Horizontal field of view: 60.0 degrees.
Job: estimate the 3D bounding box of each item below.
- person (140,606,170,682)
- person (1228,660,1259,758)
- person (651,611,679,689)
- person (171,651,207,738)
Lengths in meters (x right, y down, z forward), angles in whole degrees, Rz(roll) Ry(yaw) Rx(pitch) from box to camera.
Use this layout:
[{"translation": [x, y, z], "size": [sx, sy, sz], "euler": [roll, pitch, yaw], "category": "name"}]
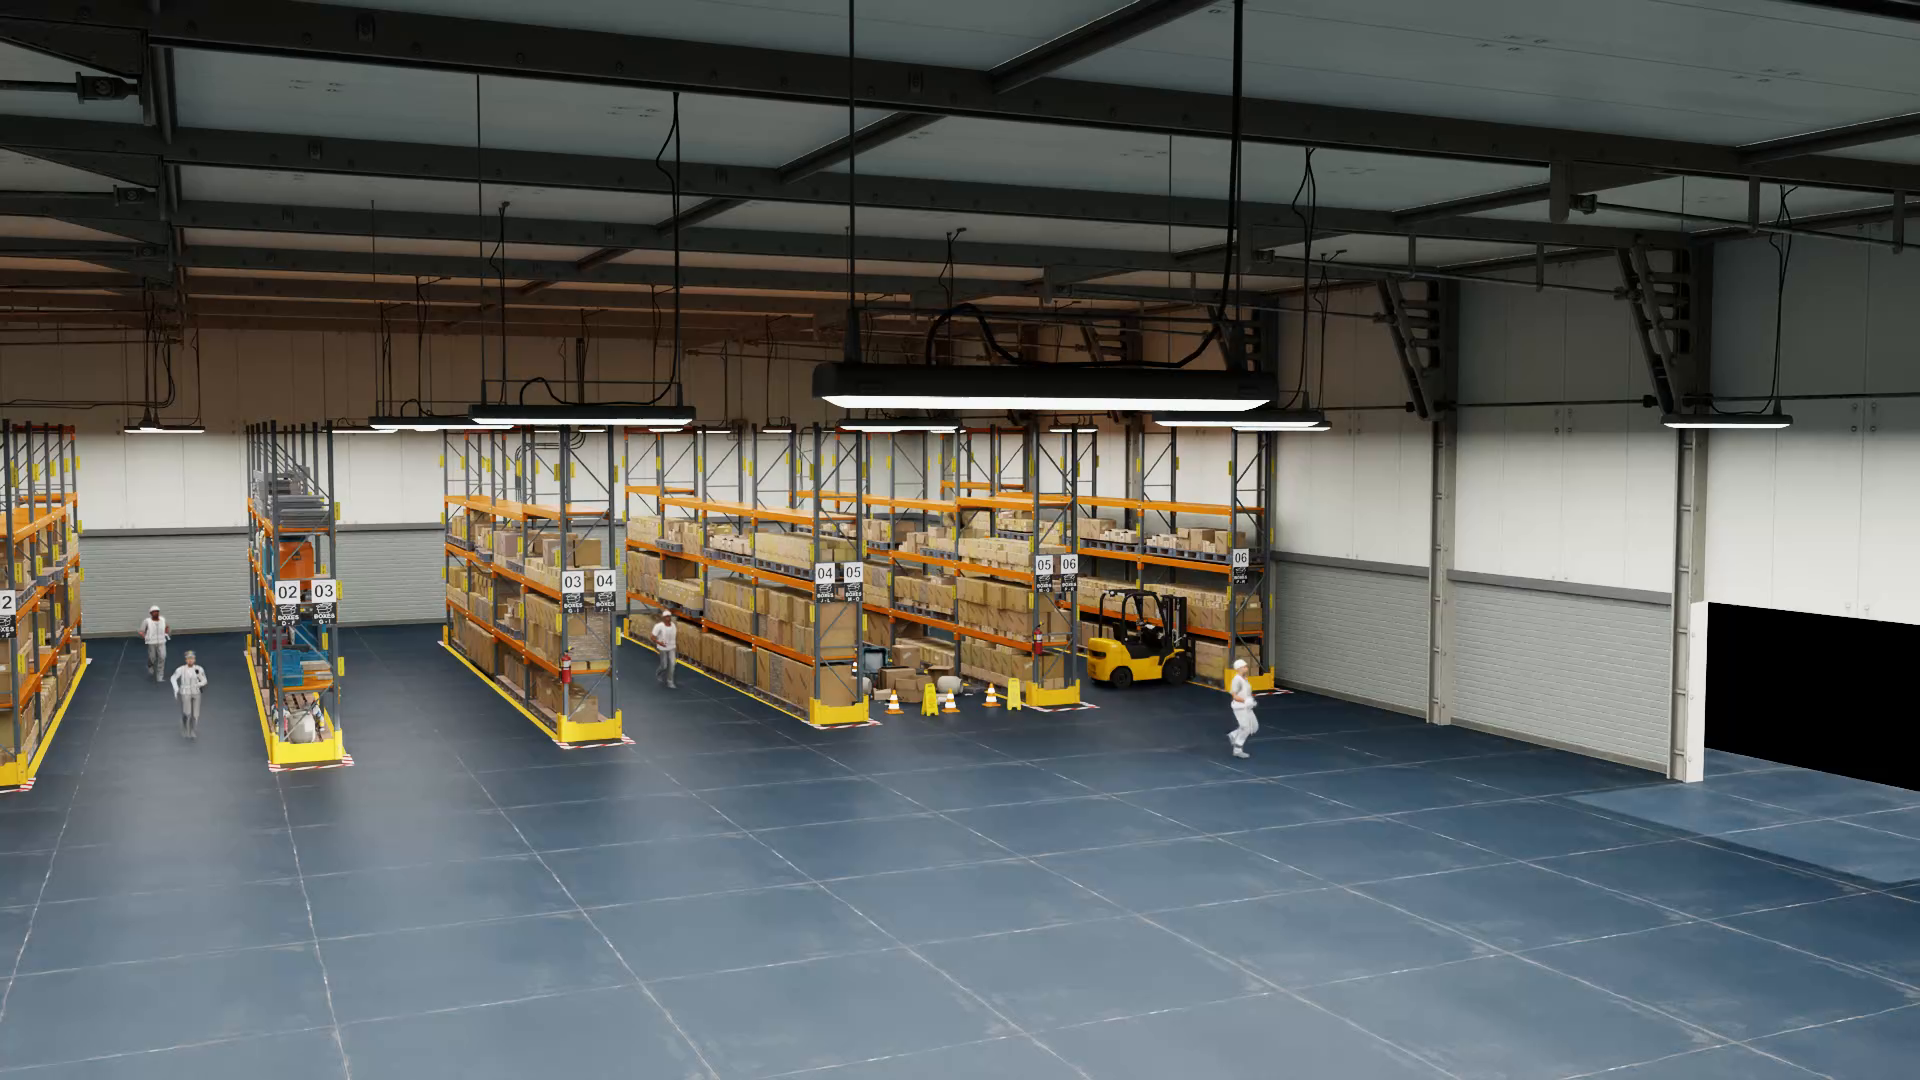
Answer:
[{"translation": [-18.781, 2.420, 38.845], "size": [0.682, 1.766, 0.855], "euler": [-3, 5, -40], "category": "person"}, {"translation": [5.039, 3.001, 29.642], "size": [0.593, 1.742, 0.655], "euler": [2, 4, 27], "category": "person"}, {"translation": [-6.705, 2.484, 37.913], "size": [0.703, 1.757, 0.853], "euler": [-2, 4, -34], "category": "person"}, {"translation": [-14.494, 2.918, 31.324], "size": [0.593, 1.660, 0.624], "euler": [-2, 4, -34], "category": "person"}]
